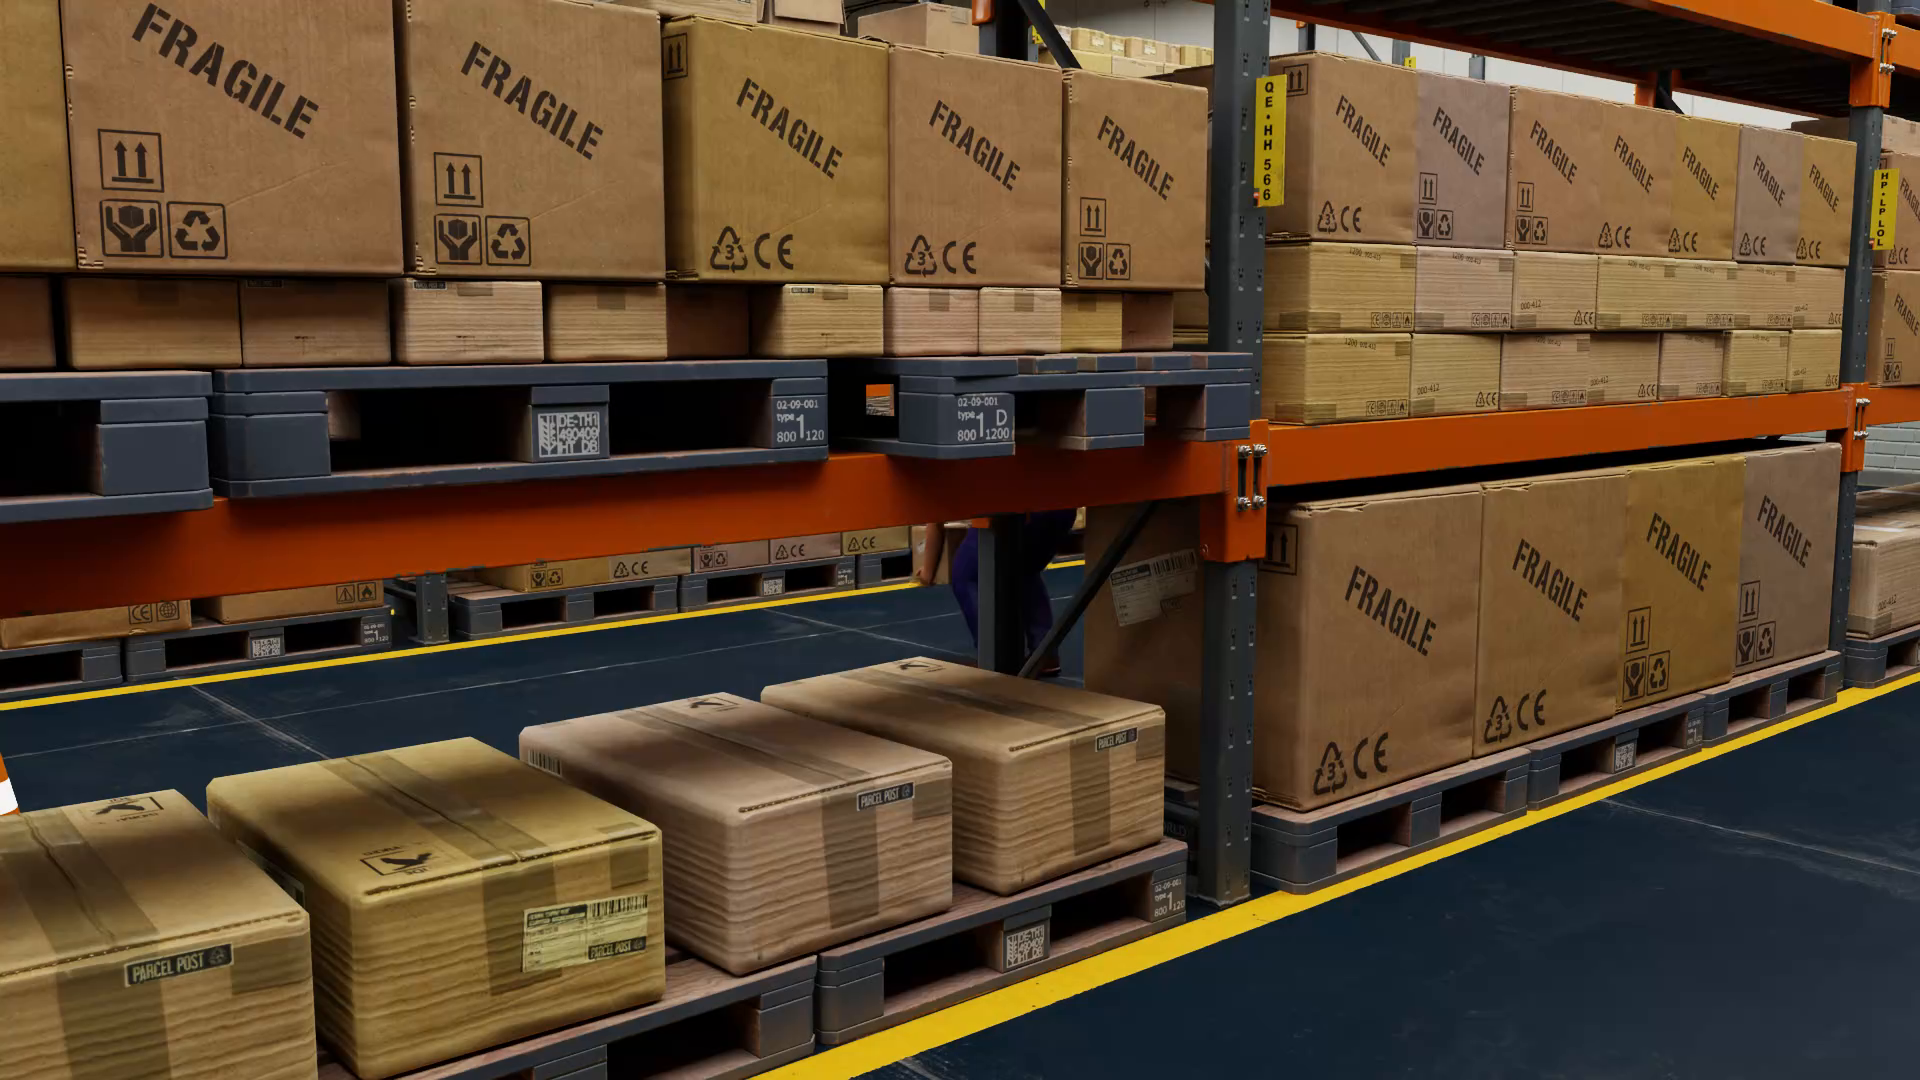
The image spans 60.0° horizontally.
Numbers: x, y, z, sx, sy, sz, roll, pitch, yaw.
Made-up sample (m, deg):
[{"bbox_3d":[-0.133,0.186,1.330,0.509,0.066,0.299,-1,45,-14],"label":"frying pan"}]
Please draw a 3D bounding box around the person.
[{"bbox_3d":[0.125,0.020,7.538,0.476,1.170,0.867,-7,10,-43],"label":"person"}]
